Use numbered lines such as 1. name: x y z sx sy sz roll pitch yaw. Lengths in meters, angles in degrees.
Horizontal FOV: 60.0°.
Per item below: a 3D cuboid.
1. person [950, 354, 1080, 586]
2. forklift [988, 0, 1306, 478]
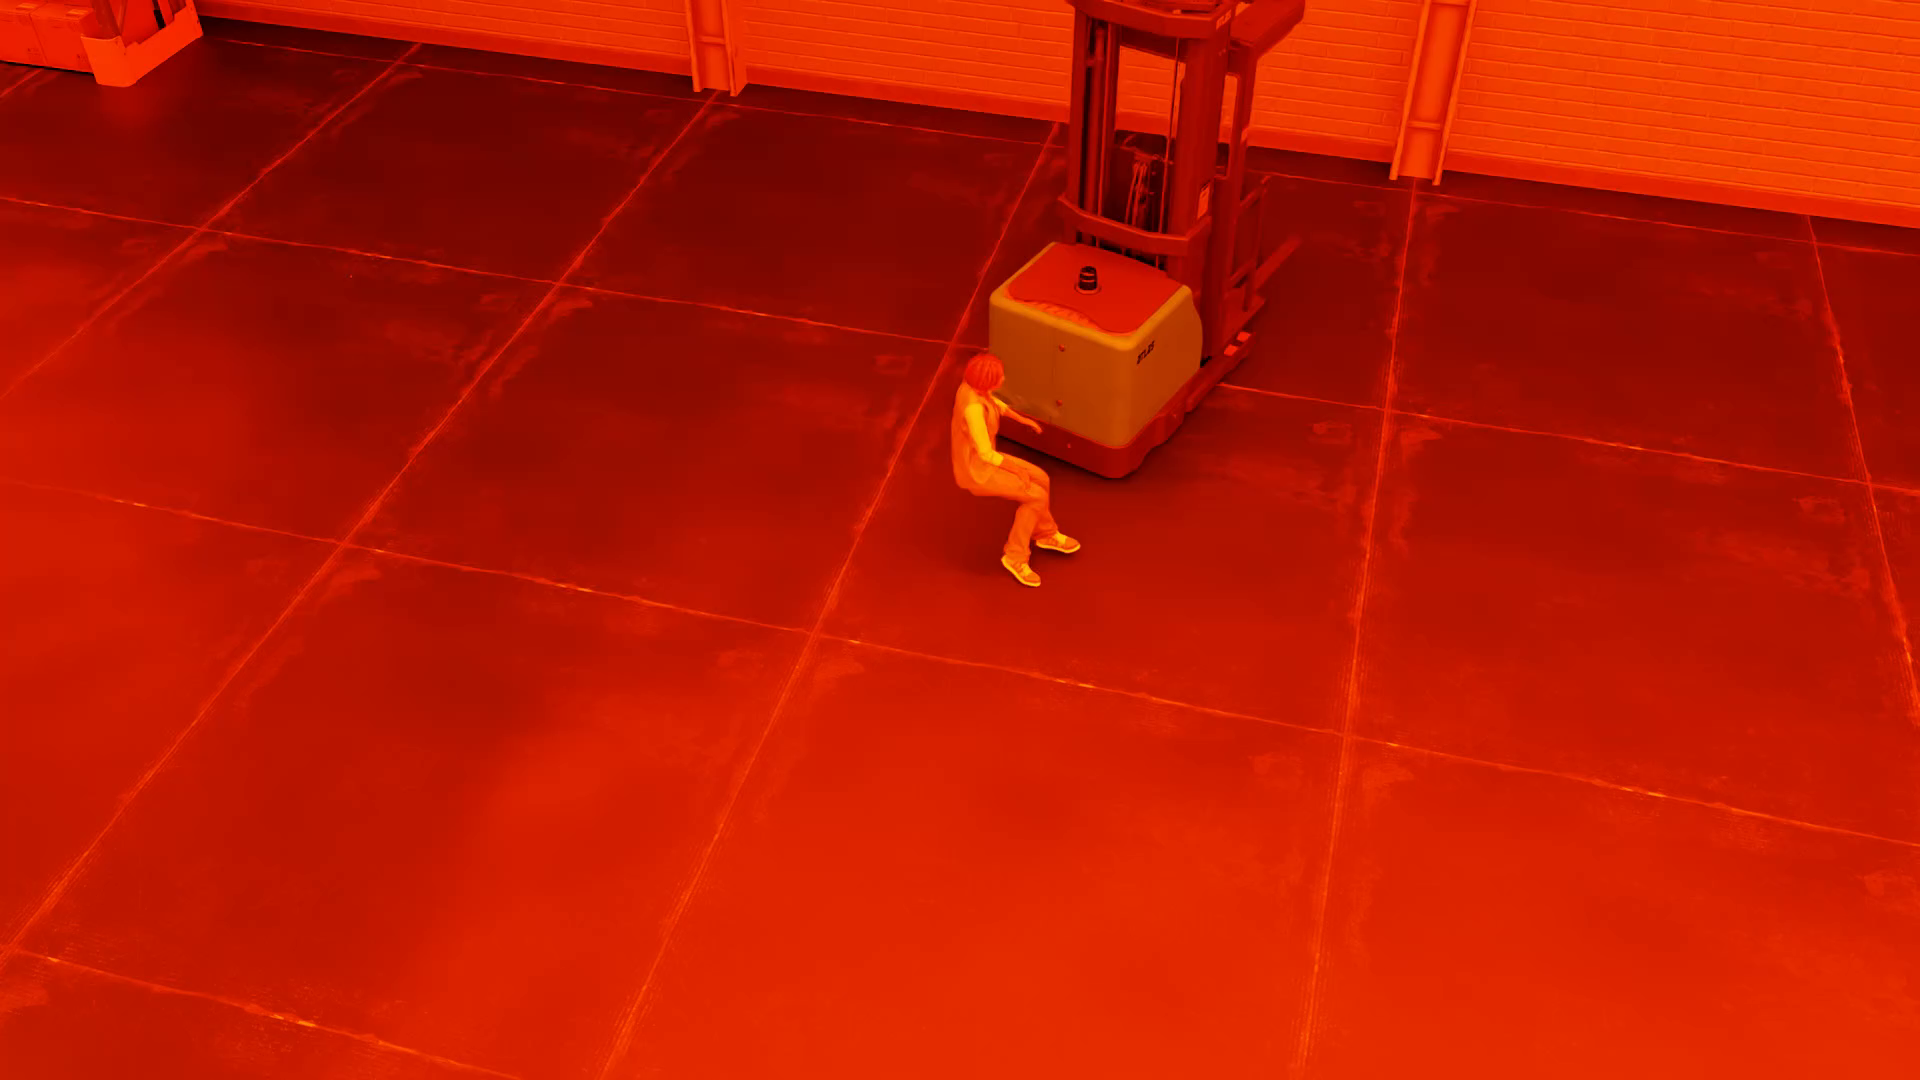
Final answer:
1. person: 0.331 -0.468 9.552 0.760 1.395 0.689 -3 41 -4
2. forklift: 1.394 -2.429 10.633 1.130 2.935 3.031 23 46 24
